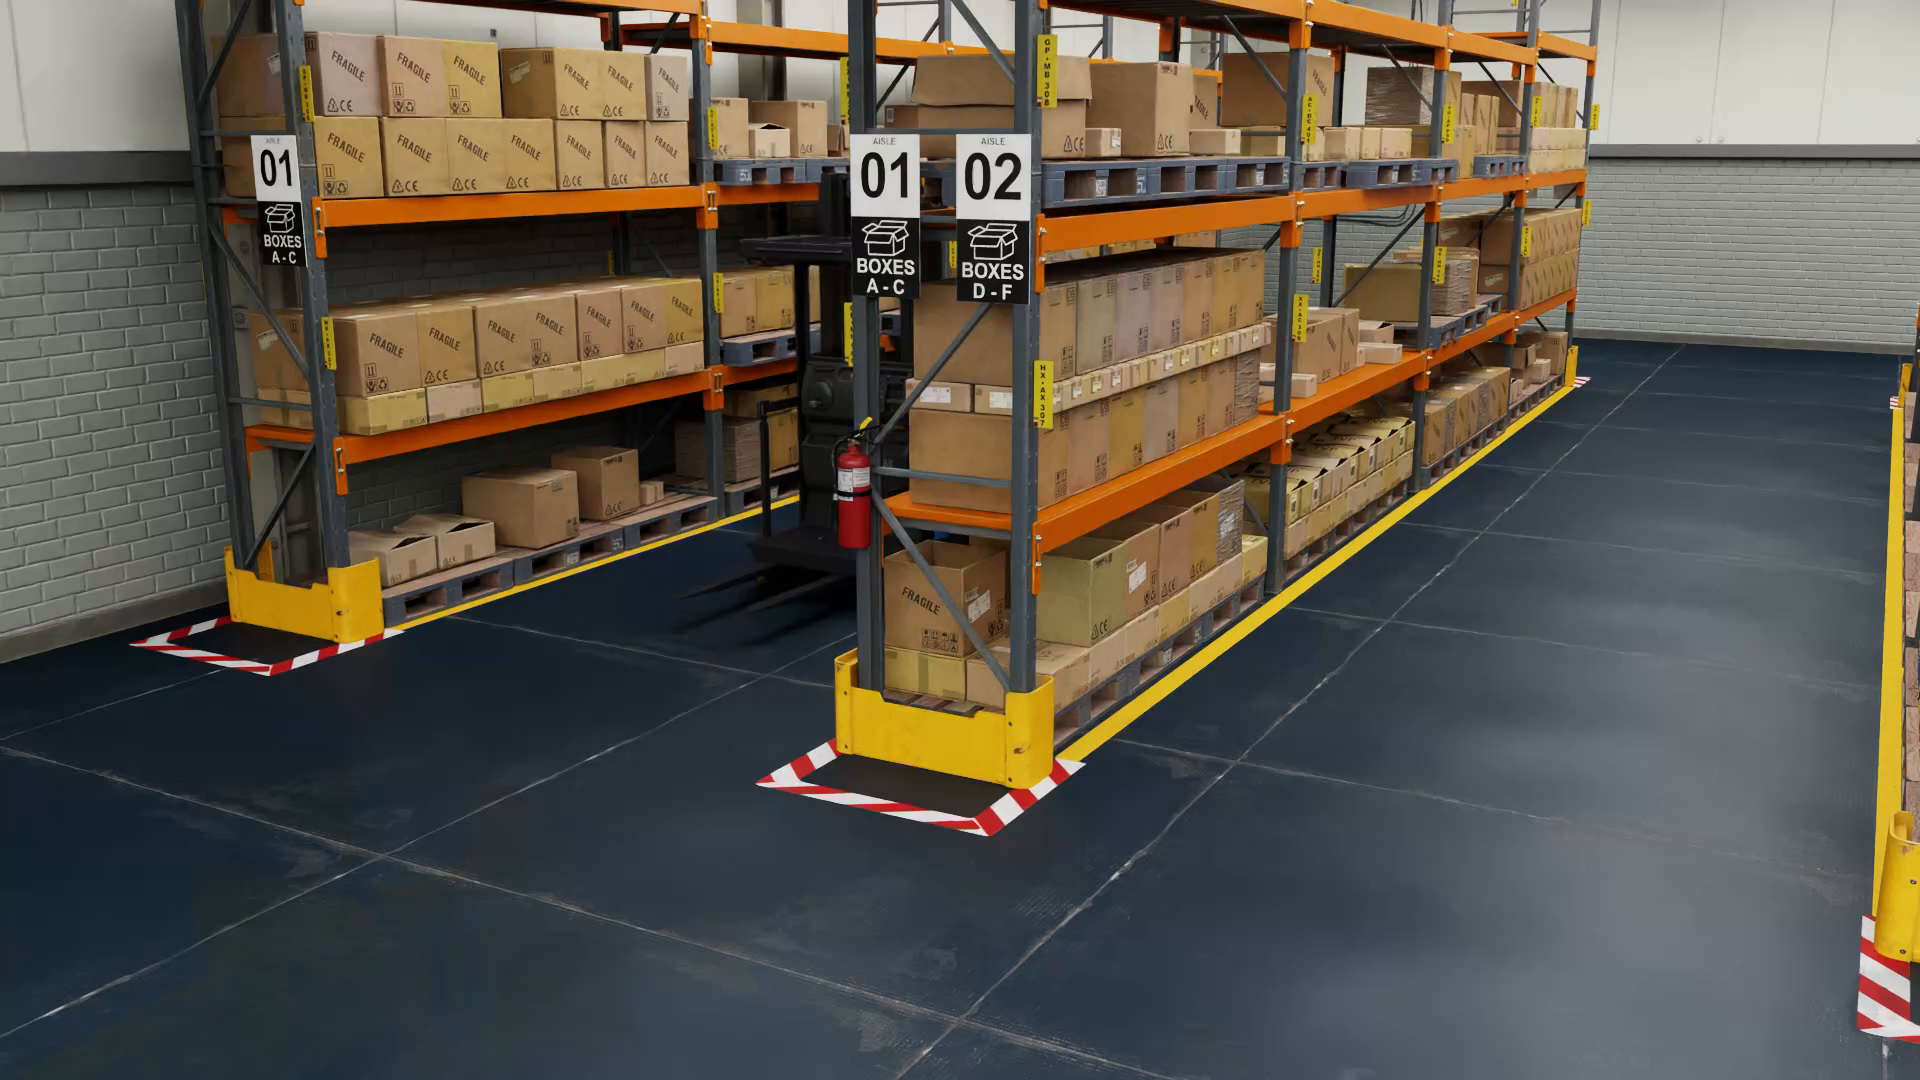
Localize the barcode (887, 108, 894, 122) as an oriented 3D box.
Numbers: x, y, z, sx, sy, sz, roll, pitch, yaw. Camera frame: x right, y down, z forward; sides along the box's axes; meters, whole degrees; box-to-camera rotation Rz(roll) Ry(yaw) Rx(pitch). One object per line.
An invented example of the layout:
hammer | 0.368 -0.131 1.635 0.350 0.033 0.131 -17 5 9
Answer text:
barcode | -0.356 -2.166 8.478 0.001 0.075 0.075 7 15 28

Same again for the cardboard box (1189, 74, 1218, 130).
cardboard box | 1.379 -2.835 11.084 0.500 0.500 0.500 9 16 33

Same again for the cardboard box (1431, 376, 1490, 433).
cardboard box | 5.244 -1.432 17.469 0.500 0.500 0.500 8 16 29

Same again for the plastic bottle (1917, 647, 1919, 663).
plastic bottle | 5.601 0.616 9.612 0.097 0.201 0.097 0 14 0

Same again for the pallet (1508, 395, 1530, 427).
pallet | 6.054 -1.556 19.537 1.003 0.211 1.213 7 15 28

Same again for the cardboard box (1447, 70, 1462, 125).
cardboard box | 4.497 -4.241 15.978 0.500 0.500 0.500 7 15 28

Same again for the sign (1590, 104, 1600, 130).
sign | 8.131 -5.413 21.297 0.100 0.325 0.005 7 15 28

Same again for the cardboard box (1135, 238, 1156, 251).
cardboard box | 2.017 -3.736 21.988 0.980 0.700 0.700 7 15 27

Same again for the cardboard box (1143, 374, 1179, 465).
cardboard box | 0.903 -0.770 10.112 0.700 0.500 0.500 8 16 30

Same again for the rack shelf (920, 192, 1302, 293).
rack shelf | 0.887 -1.827 9.849 1.077 0.370 4.000 7 15 28

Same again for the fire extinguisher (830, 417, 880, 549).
fire extinguisher | -0.544 -0.299 8.541 0.296 0.674 0.183 7 15 28

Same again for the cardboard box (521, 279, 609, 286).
cardboard box | -3.148 -1.813 13.330 0.500 0.500 0.500 7 15 28

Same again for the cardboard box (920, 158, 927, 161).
cardboard box | -0.663 -3.757 16.464 0.500 0.311 0.500 7 15 28

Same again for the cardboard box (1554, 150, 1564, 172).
cardboard box | 6.900 -4.535 19.865 0.500 0.250 0.500 7 15 28

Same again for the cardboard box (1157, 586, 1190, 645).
cardboard box | 1.101 0.431 10.314 0.500 0.250 0.500 7 15 28

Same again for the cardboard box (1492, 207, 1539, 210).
cardboard box | 7.209 -4.065 21.647 0.500 0.500 0.500 8 16 30

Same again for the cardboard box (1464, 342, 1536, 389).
cardboard box | 6.625 -2.157 20.468 0.797 0.503 0.637 7 15 28

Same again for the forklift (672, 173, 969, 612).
forklift | -0.845 -1.093 11.815 1.130 2.935 3.031 8 16 30

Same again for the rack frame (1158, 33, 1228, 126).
rack frame | 3.317 -7.068 23.652 1.000 3.000 0.127 7 15 28

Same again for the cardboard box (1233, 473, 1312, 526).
cardboard box | 2.272 -0.326 12.260 0.500 0.311 0.500 7 15 28

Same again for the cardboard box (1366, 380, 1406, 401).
cardboard box | 4.058 -1.544 16.331 0.500 0.250 0.500 8 16 30

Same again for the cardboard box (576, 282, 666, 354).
cardboard box | -2.679 -1.756 13.095 0.500 0.500 0.500 7 15 28

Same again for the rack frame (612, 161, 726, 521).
rack frame | -2.484 -1.690 14.143 1.000 3.000 0.127 7 15 28

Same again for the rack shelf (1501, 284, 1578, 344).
rack shelf | 6.688 -2.831 20.412 1.077 0.370 4.000 7 15 28

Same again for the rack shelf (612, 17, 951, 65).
rack shelf | -1.518 -4.472 15.273 1.077 0.370 4.000 7 15 28

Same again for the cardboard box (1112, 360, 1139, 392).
cardboard box | 0.796 -0.941 9.438 0.380 0.149 0.250 7 15 26

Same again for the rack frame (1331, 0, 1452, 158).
rack frame | 3.787 -4.866 14.519 1.000 3.000 0.127 7 15 28

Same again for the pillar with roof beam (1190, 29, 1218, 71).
pillar with roof beam | 7.633 -7.232 24.333 9.100 9.000 0.400 7 15 28

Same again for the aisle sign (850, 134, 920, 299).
aisle sign | -0.369 -1.592 8.191 0.394 0.787 0.004 7 15 28

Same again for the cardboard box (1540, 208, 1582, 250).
cardboard box | 7.680 -4.004 21.393 0.500 0.500 0.500 7 15 28

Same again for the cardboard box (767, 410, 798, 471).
cardboard box | -1.937 -0.953 15.482 0.700 0.500 0.500 7 15 27

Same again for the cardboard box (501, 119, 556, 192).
cardboard box | -3.259 -2.751 11.890 0.500 0.500 0.500 8 16 31

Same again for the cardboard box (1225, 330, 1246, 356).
cardboard box | 1.664 -1.309 10.964 0.380 0.149 0.250 7 15 26

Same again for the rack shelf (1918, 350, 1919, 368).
rack shelf | 9.089 -1.449 14.677 1.077 0.370 4.000 7 15 28

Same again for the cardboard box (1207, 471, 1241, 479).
cardboard box | 1.799 -0.385 12.504 0.500 0.311 0.500 7 15 28

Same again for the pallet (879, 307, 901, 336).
pallet | -0.802 -2.259 16.913 1.213 0.211 1.003 7 15 28

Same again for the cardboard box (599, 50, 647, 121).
cardboard box | -2.746 -3.445 12.632 0.500 0.500 0.500 8 16 31

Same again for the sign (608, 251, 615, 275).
sign | -2.972 -2.315 14.265 0.100 0.325 0.005 7 15 28

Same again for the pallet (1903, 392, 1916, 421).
pallet | 11.556 -1.509 19.342 1.003 0.211 1.213 7 15 28

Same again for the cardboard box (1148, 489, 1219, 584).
cardboard box | 1.331 -0.037 10.658 0.500 0.500 0.500 7 15 28

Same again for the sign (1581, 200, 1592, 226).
sign | 8.131 -4.241 21.579 0.100 0.325 0.005 7 15 28

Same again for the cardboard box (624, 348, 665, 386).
cardboard box | -2.696 -1.394 13.192 0.500 0.250 0.500 7 15 28

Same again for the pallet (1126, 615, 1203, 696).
pallet | 0.844 0.636 10.445 1.003 0.211 1.213 7 15 28

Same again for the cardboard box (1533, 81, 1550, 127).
cardboard box | 6.289 -4.954 18.936 0.700 0.500 0.500 7 15 28

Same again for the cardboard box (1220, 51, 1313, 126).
cardboard box | 2.186 -3.205 11.853 0.500 0.500 0.500 8 15 29

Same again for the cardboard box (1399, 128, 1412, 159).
cardboard box | 3.617 -3.440 14.426 0.500 0.250 0.500 6 15 24

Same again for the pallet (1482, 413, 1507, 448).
pallet | 5.361 -1.244 18.243 1.003 0.211 1.213 7 15 28

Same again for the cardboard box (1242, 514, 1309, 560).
cardboard box | 2.266 -0.051 12.318 0.500 0.250 0.500 7 15 27

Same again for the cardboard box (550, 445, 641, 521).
cardboard box | -2.951 -0.471 13.482 0.500 0.500 0.500 6 15 24

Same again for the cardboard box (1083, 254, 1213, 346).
cardboard box | 1.159 -1.510 10.417 0.700 0.500 0.500 7 15 28

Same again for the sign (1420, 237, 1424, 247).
sign | 5.242 -3.251 18.773 0.100 0.325 0.005 7 15 28

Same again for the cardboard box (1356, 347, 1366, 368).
cardboard box | 3.220 -1.560 14.140 0.380 0.149 0.250 9 16 32

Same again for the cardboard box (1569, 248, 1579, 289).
cardboard box | 7.677 -3.517 21.509 0.500 0.500 0.500 8 16 30

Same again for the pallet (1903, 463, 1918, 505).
pallet | 9.057 -0.448 14.942 1.003 0.211 1.213 7 15 28

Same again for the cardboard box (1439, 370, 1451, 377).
cardboard box | 5.026 -1.587 18.111 0.500 0.500 0.500 8 16 29

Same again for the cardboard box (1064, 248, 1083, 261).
cardboard box | 1.142 -3.305 19.952 0.500 0.500 0.500 8 15 28

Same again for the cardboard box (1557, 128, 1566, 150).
cardboard box | 6.907 -4.777 19.802 0.500 0.250 0.500 7 15 28
